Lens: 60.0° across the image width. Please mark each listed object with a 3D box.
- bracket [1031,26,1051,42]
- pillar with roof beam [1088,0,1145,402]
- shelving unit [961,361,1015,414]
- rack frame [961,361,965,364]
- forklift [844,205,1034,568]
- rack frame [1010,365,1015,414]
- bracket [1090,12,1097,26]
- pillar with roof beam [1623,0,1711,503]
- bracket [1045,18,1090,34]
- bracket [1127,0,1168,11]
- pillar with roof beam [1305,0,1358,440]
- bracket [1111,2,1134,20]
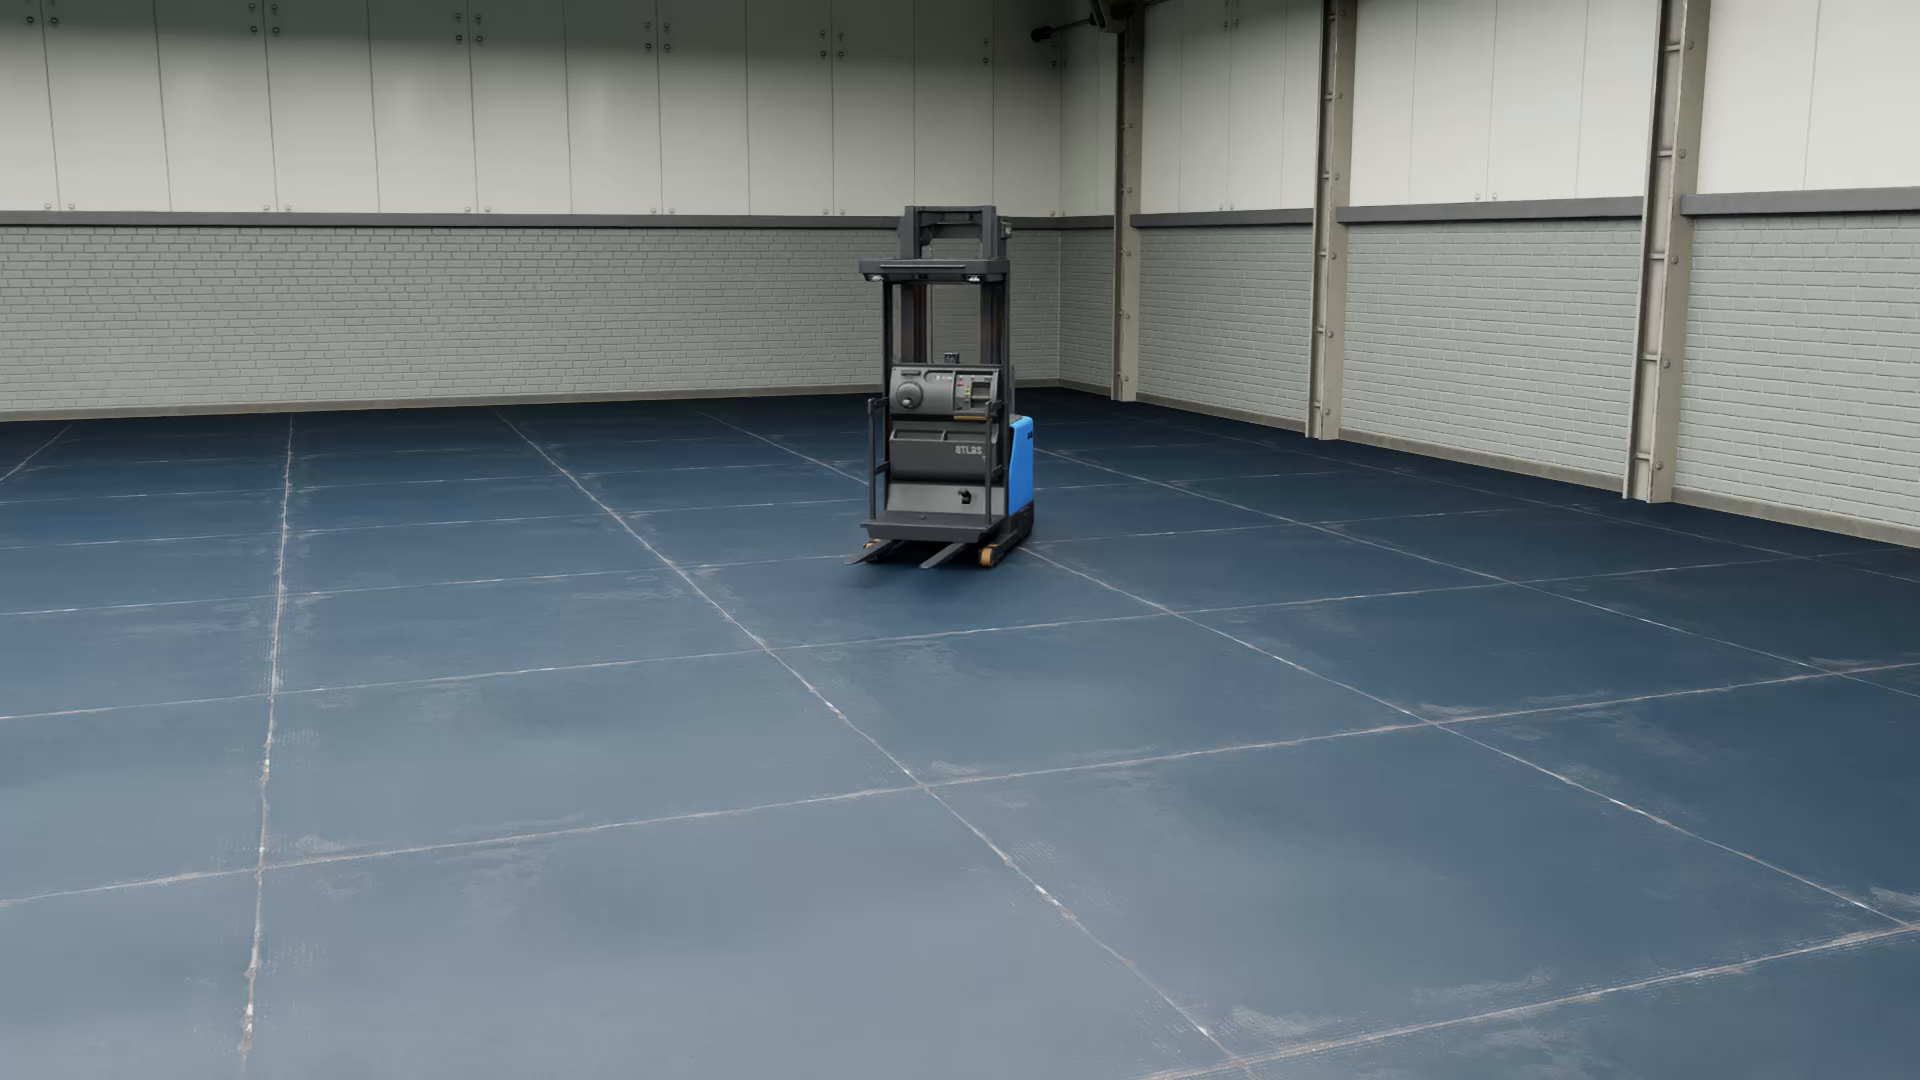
[{"bbox_3d":[1.454,-9.012,29.610,0.235,0.232,0.430,-4,11,-21],"label":"bracket"},{"bbox_3d":[-1.218,-6.534,25.960,9.100,9.000,0.548,-4,11,-21],"label":"pillar with roof beam"},{"bbox_3d":[0.117,-0.921,15.812,0.431,1.500,0.755,-8,13,-39],"label":"shelving unit"},{"bbox_3d":[-0.115,-0.970,16.091,0.400,1.500,0.023,-8,13,-39],"label":"rack frame"},{"bbox_3d":[-0.183,-1.288,13.790,1.130,2.935,3.031,3,10,14],"label":"forklift"},{"bbox_3d":[0.349,-0.871,15.534,0.400,1.500,0.023,-8,13,-39],"label":"rack frame"},{"bbox_3d":[2.313,-8.625,27.435,0.235,0.232,0.430,-4,11,-21],"label":"bracket"},{"bbox_3d":[3.130,-4.576,14.948,9.100,9.000,0.400,-4,11,-21],"label":"pillar with roof beam"},{"bbox_3d":[1.668,-8.915,29.068,0.076,0.066,3.189,-4,11,-21],"label":"bracket"},{"bbox_3d":[3.547,-8.069,24.309,0.076,0.066,4.783,-4,11,-21],"label":"bracket"},{"bbox_3d":[0.956,-5.555,20.454,9.100,9.000,0.400,-4,11,-21],"label":"pillar with roof beam"},{"bbox_3d":[2.614,-8.489,26.673,0.235,0.232,0.430,-4,11,-21],"label":"bracket"}]
